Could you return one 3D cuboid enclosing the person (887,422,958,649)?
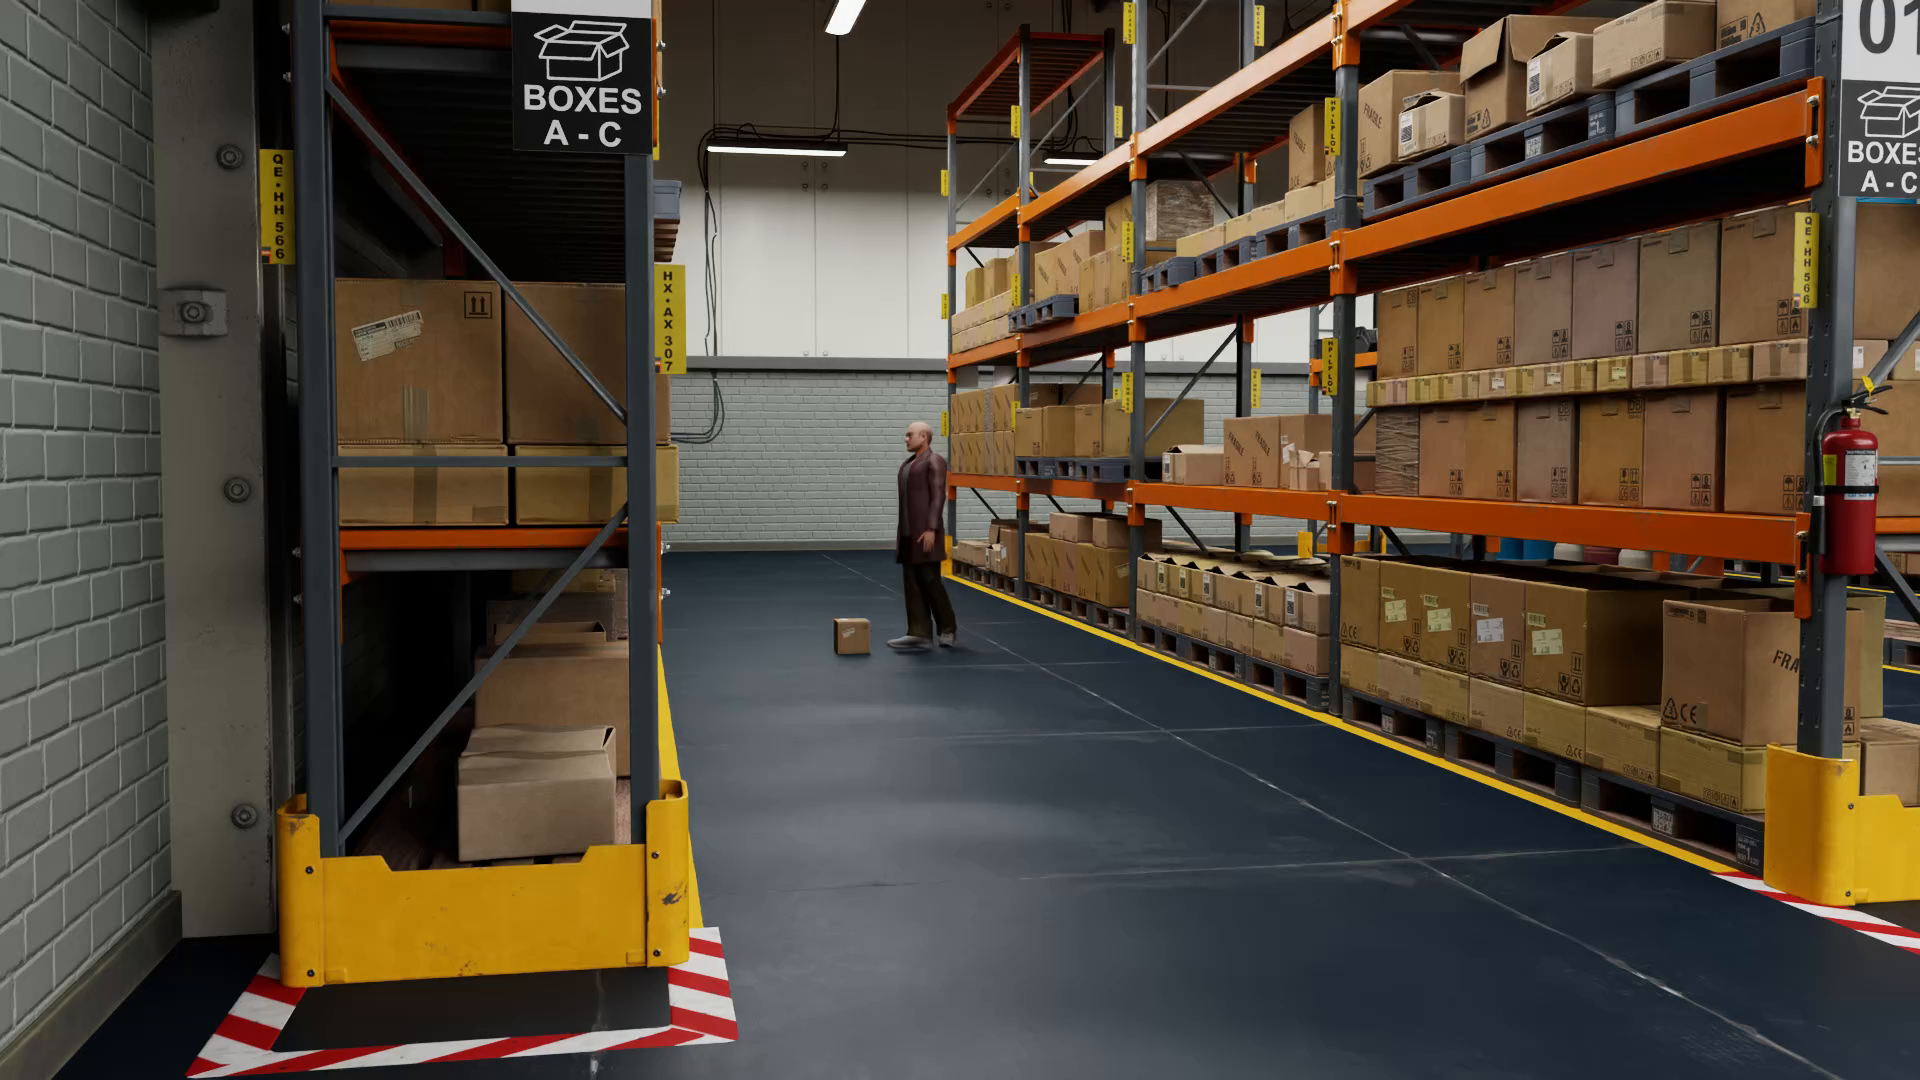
[{"bbox_3d":[-0.299,-0.038,13.026,0.579,1.778,0.685,-2,3,-33],"label":"person"}]
